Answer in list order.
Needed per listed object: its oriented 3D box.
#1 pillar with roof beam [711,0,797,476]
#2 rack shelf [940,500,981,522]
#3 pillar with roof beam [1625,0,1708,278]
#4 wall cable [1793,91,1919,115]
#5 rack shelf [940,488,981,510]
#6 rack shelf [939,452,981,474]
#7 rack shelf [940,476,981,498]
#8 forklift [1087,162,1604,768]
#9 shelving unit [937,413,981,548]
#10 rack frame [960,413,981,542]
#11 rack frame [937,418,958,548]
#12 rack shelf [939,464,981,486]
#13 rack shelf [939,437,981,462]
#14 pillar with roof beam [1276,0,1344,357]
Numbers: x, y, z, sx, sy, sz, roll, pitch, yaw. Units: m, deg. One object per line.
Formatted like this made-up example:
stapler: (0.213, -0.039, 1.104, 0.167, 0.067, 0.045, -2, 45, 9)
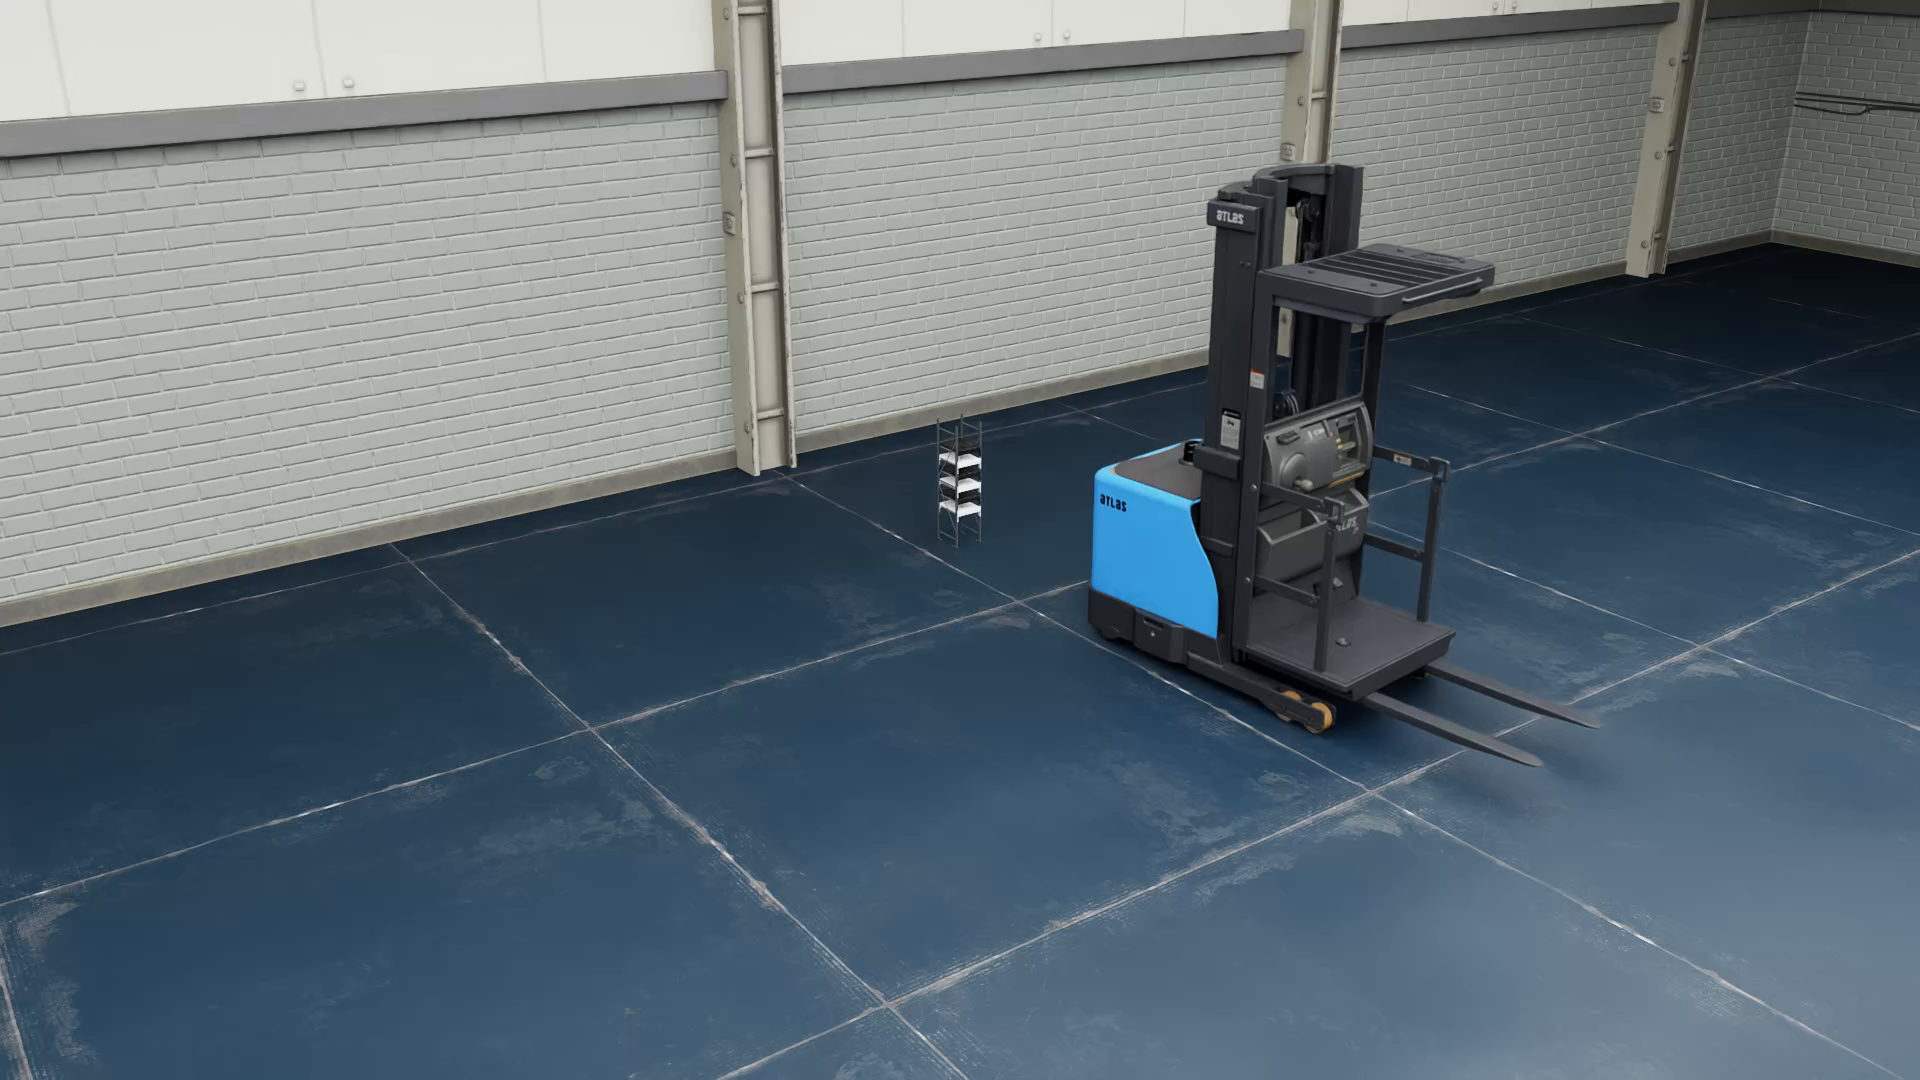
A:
pillar with roof beam: (0.955, -3.478, 8.471, 0.400, 9.000, 9.100, -15, 26, -33)
rack shelf: (-0.007, -0.218, 11.804, 0.200, 0.077, 0.258, -15, 26, -33)
pillar with roof beam: (10.696, -6.076, 14.980, 0.400, 9.000, 9.100, -15, 26, -33)
wall cable: (11.346, -6.168, 19.403, 0.112, 2.526, 3.097, -15, 26, -33)
rack shelf: (-0.007, -0.302, 11.771, 0.200, 0.077, 0.258, -15, 26, -33)
rack shelf: (-0.007, -0.552, 11.671, 0.200, 0.077, 0.258, -15, 26, -33)
rack shelf: (-0.007, -0.385, 11.738, 0.200, 0.077, 0.258, -15, 26, -33)
forklift: (2.160, -0.505, 9.206, 1.130, 2.935, 3.031, -19, 28, -39)
shelving unit: (-0.007, -0.416, 11.725, 0.210, 0.900, 0.258, -15, 26, -33)
rack frame: (0.076, -0.438, 11.780, 0.006, 0.900, 0.240, -15, 26, -33)
rack frame: (-0.089, -0.394, 11.670, 0.006, 0.900, 0.240, -15, 26, -33)
rack shelf: (-0.007, -0.469, 11.704, 0.200, 0.077, 0.258, -15, 26, -33)
rack shelf: (-0.007, -0.636, 11.637, 0.200, 0.077, 0.258, -15, 26, -33)
pillar with roof beam: (5.826, -4.777, 11.726, 0.400, 9.000, 9.100, -15, 26, -33)
